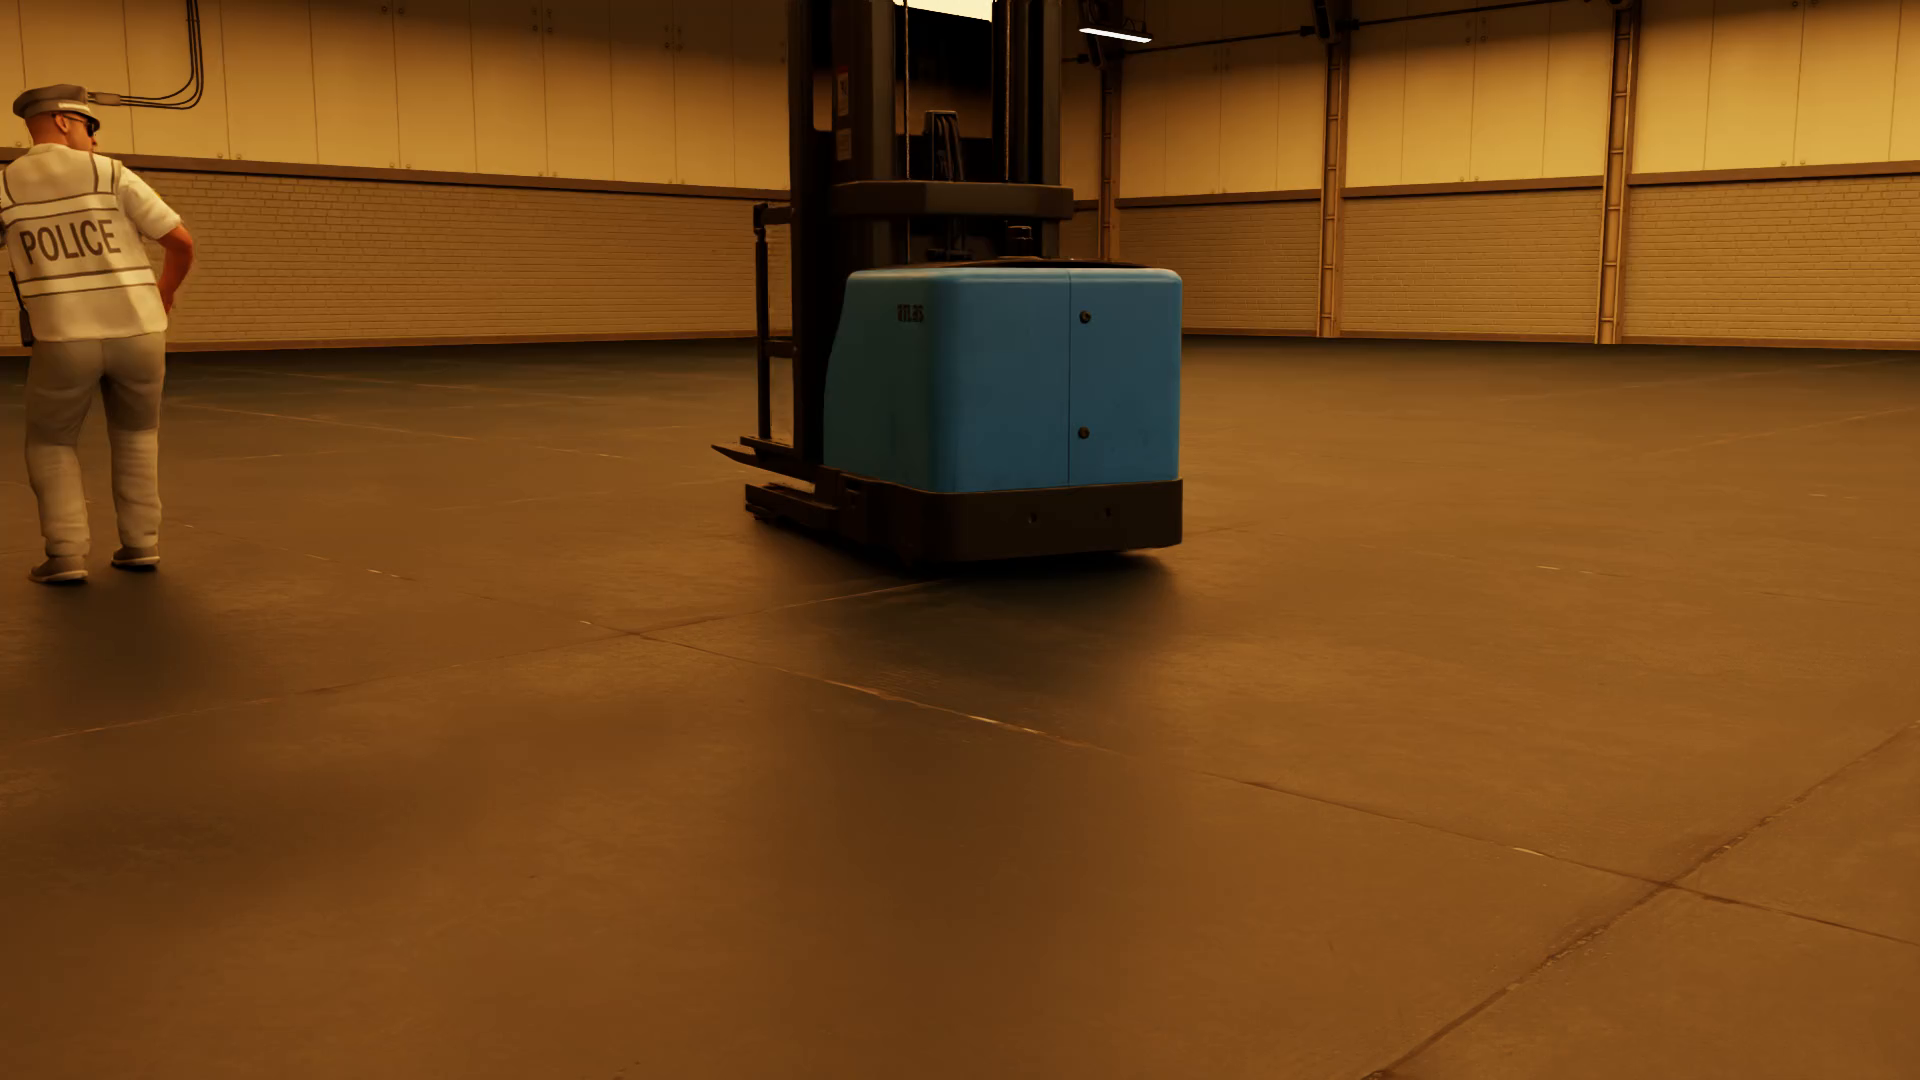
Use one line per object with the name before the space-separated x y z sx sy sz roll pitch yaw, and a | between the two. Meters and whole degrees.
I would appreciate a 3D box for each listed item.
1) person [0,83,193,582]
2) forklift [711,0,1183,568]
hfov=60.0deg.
person | -3.086 -0.710 5.807 0.771 1.711 0.573 -5 10 -29
forklift | -0.286 -1.531 7.038 1.130 2.935 3.031 -4 10 -26
